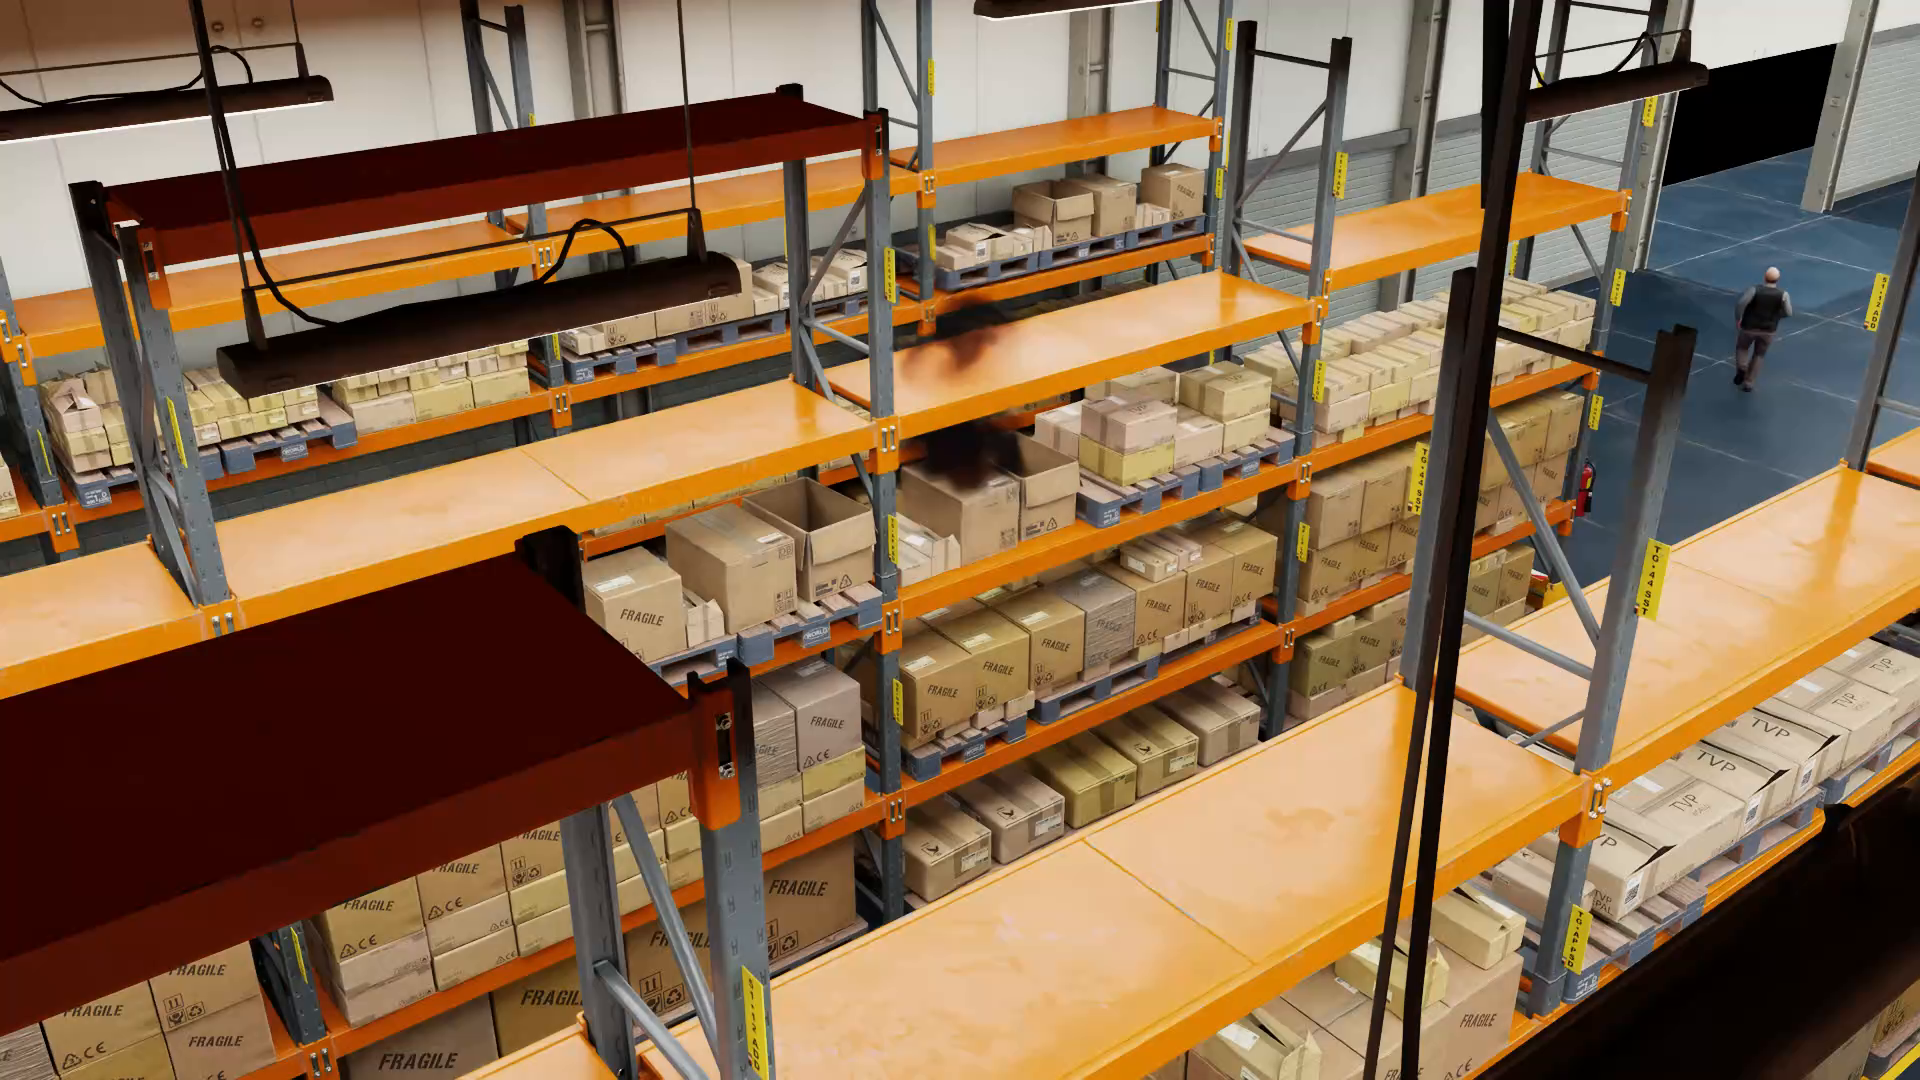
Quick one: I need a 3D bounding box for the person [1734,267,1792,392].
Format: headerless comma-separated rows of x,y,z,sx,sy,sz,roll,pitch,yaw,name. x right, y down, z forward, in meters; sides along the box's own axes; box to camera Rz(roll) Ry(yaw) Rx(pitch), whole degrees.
10.494,-2.772,21.867,0.698,1.686,0.591,9,28,18,person
